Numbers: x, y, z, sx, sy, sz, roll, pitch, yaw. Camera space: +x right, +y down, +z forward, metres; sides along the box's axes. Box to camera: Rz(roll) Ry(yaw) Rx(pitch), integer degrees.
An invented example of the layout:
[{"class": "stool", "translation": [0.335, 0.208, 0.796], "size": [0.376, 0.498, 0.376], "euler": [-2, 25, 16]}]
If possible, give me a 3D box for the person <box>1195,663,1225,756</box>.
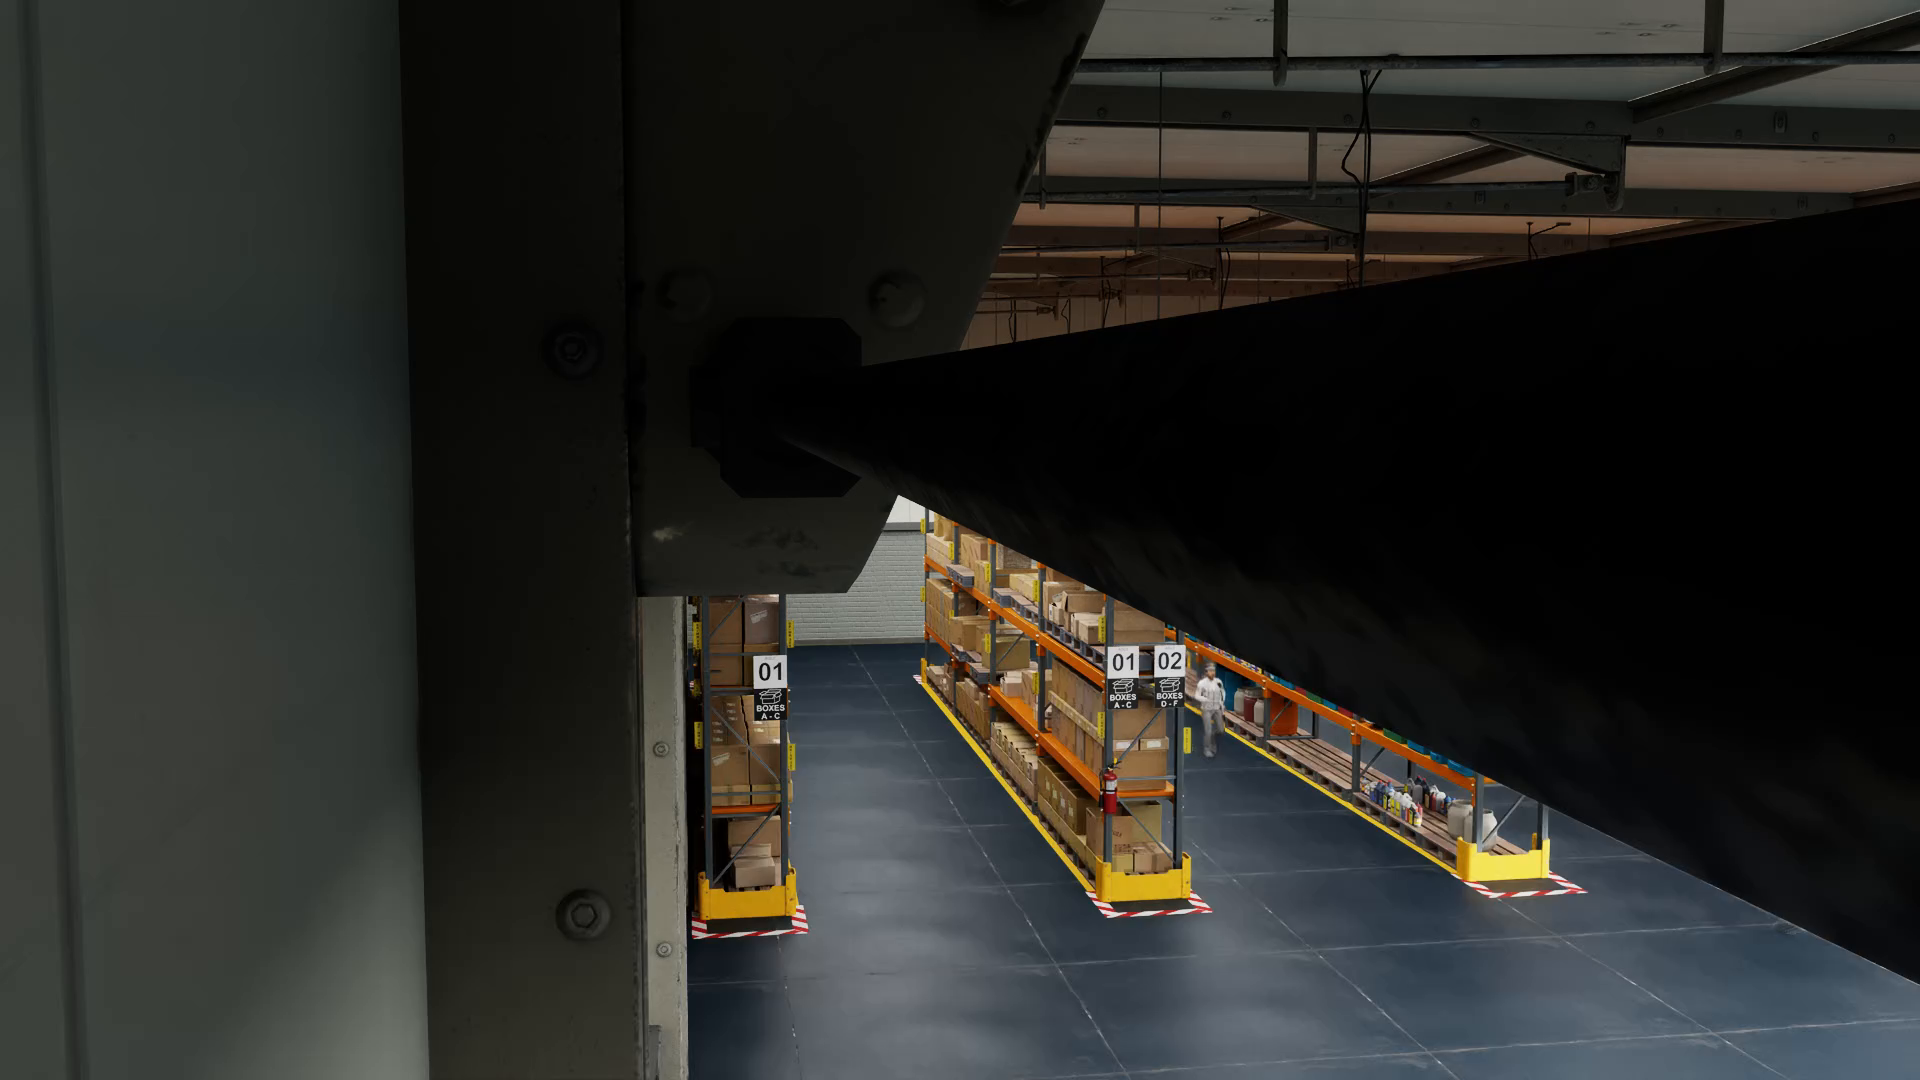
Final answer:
[{"class": "person", "translation": [4.390, 2.954, 28.870], "size": [0.602, 1.655, 0.554], "euler": [-1, 5, -11]}]
